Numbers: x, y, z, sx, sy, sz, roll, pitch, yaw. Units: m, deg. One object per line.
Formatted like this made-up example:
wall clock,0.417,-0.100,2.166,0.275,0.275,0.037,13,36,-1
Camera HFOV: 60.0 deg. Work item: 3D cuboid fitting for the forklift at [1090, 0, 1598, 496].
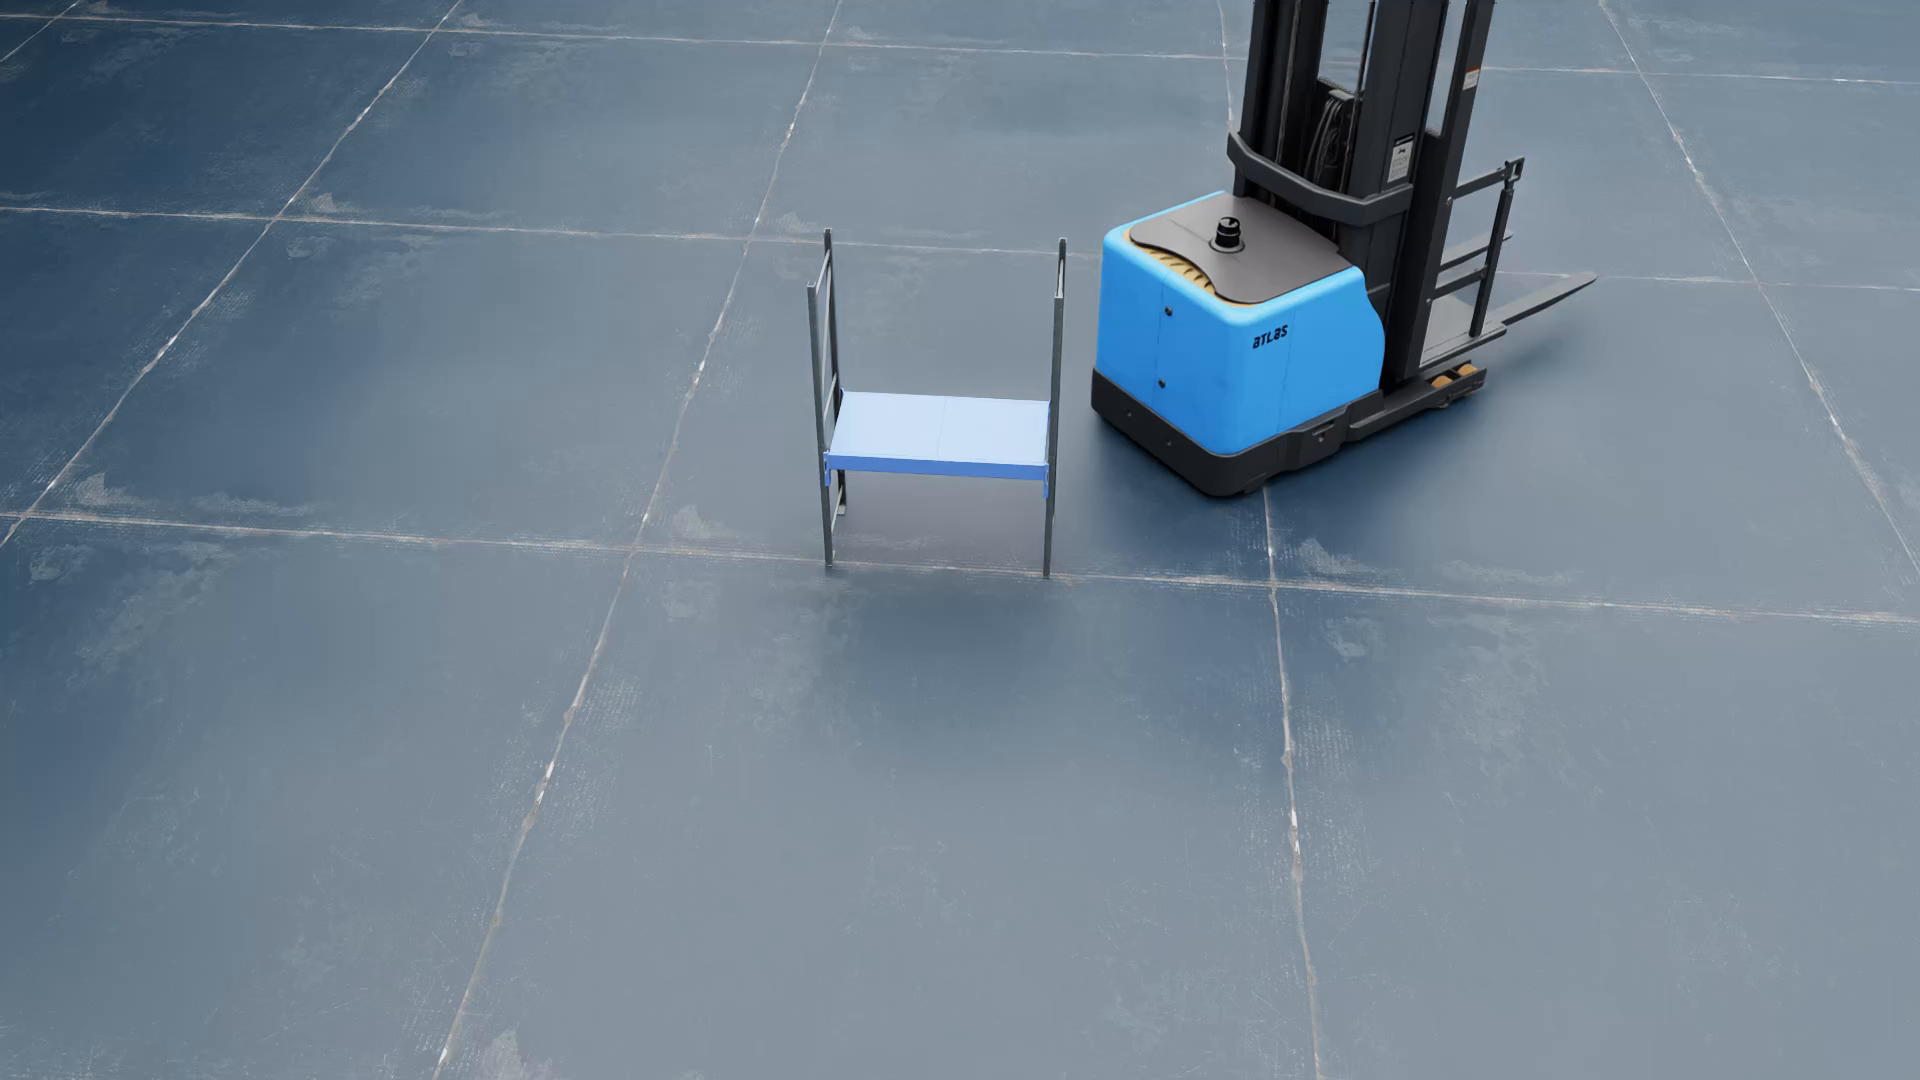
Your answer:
forklift,2.181,-2.084,8.159,3.031,2.935,1.130,-24,45,-26

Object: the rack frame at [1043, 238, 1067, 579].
rack frame,0.421,-0.559,7.419,0.032,1.500,0.500,3,39,4

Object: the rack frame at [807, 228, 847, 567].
rack frame,-0.591,-0.614,7.487,0.032,1.500,0.500,3,39,4

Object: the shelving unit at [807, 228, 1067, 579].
shelving unit,-0.085,-0.586,7.453,1.048,1.500,0.538,3,39,4

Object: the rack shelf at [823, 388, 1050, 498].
rack shelf,-0.085,-0.447,7.566,1.000,0.185,0.538,3,39,4
